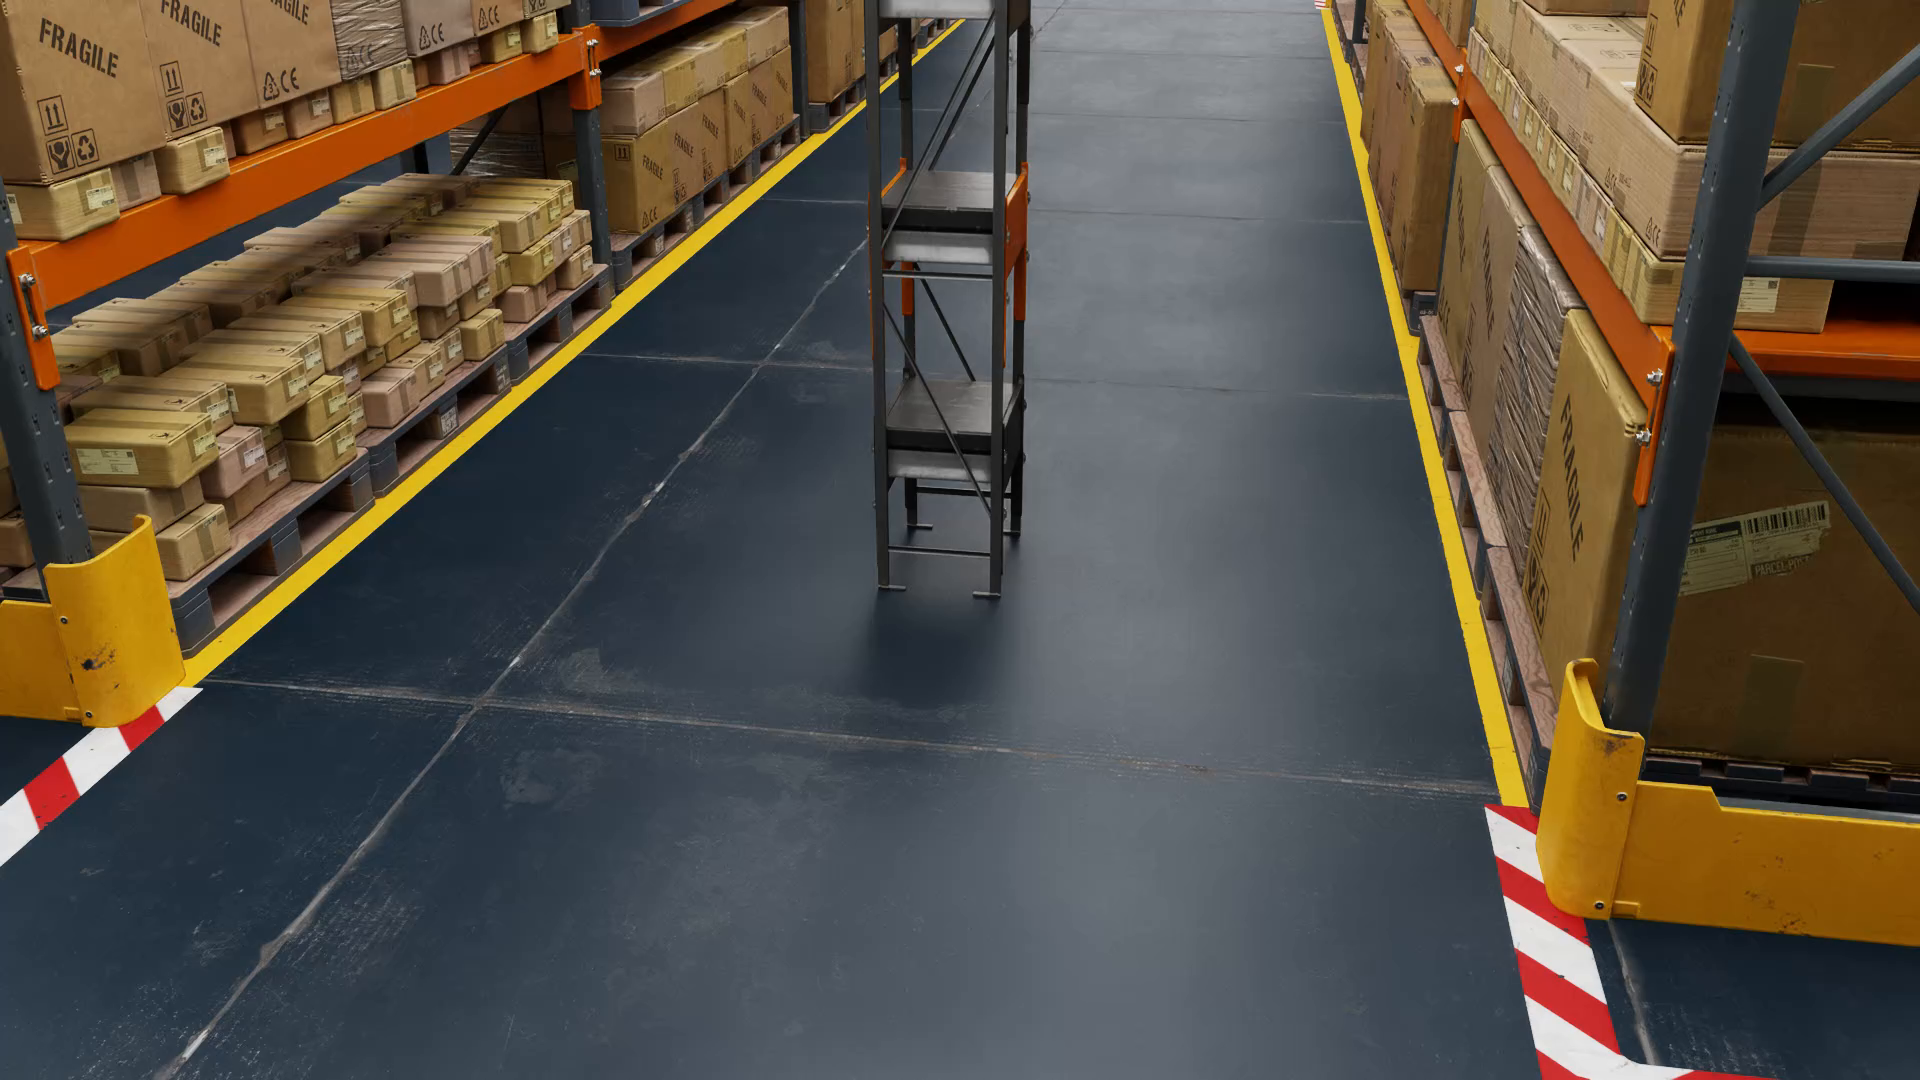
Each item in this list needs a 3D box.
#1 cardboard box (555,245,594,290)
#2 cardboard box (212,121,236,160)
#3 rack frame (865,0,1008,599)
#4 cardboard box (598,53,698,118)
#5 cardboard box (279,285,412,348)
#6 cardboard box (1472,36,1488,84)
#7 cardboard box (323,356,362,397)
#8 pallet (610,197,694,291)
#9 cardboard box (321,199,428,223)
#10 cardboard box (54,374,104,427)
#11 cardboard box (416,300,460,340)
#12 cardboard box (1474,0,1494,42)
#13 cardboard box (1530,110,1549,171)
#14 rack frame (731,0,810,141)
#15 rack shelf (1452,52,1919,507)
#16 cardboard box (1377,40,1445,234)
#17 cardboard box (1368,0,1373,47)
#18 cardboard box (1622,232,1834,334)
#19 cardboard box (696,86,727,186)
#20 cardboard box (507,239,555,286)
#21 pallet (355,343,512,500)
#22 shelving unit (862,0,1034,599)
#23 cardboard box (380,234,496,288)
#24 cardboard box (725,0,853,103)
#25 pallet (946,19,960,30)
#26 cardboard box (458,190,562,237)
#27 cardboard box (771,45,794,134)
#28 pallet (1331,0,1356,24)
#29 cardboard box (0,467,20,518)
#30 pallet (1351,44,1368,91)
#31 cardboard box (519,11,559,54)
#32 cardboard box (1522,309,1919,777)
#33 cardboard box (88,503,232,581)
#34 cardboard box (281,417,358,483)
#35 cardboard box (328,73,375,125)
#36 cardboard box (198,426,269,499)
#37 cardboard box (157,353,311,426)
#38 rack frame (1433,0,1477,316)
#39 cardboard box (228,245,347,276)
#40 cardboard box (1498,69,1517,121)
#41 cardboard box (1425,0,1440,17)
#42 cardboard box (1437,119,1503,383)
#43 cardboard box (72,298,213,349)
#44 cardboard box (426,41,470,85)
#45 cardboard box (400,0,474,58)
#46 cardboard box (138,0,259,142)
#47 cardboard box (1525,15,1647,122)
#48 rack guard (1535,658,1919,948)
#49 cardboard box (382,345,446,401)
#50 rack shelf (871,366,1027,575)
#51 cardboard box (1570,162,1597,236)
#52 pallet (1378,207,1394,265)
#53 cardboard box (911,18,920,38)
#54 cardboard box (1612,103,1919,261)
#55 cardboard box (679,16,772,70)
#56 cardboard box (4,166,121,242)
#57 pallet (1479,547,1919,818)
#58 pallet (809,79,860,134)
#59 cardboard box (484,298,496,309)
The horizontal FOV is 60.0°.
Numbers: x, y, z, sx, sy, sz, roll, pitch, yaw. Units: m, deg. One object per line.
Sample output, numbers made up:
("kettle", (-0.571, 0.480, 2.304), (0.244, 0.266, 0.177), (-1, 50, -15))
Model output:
("cardboard box", (-1.958, -1.295, 7.846), (0.380, 0.149, 0.250), (4, 25, 9))
("cardboard box", (-2.503, -1.246, 5.170), (0.380, 0.149, 0.250), (5, 26, 11))
("rack frame", (-0.067, -0.780, 4.939), (0.400, 2.100, 0.015), (4, 25, 9))
("cardboard box", (-1.764, -2.495, 9.111), (0.500, 0.250, 0.500), (5, 25, 10))
("cardboard box", (-2.268, -0.827, 6.144), (0.380, 0.149, 0.250), (4, 25, 9))
("cardboard box", (2.227, -1.874, 6.511), (0.380, 0.149, 0.250), (3, 25, 7))
("cardboard box", (-2.393, -0.582, 5.973), (0.380, 0.149, 0.250), (3, 25, 6))
("pallet", (-2.104, -1.647, 9.019), (1.003, 0.211, 1.213), (4, 25, 9))
("cardboard box", (-2.587, -1.402, 7.373), (0.380, 0.149, 0.250), (4, 25, 8))
("cardboard box", (-2.950, -0.419, 5.274), (0.380, 0.149, 0.250), (5, 25, 10))
("cardboard box", (-2.250, -0.920, 6.693), (0.380, 0.149, 0.250), (3, 25, 6))
("cardboard box", (2.311, -2.086, 6.495), (0.500, 0.250, 0.500), (4, 25, 8))
("cardboard box", (1.976, -1.222, 5.119), (0.380, 0.149, 0.250), (5, 25, 10))
("rack frame", (-1.576, -4.257, 11.306), (1.000, 3.000, 0.127), (4, 25, 9))
("rack shelf", (2.320, -1.036, 5.273), (1.077, 0.370, 4.000), (4, 25, 9))
("cardboard box", (2.877, -2.069, 8.642), (1.225, 0.875, 0.875), (3, 25, 7))
("cardboard box", (3.832, -4.356, 13.947), (0.700, 0.500, 0.500), (2, 25, 4))
("cardboard box", (1.726, -0.583, 3.753), (0.380, 0.149, 0.250), (5, 25, 10))
("cardboard box", (-1.691, -2.374, 9.737), (0.500, 0.500, 0.500), (4, 25, 9))
("cardboard box", (-2.026, -1.236, 7.370), (0.380, 0.149, 0.250), (3, 25, 7))
("pallet", (-2.502, -0.526, 6.624), (1.003, 0.211, 1.213), (4, 25, 9))
("shelving unit", (-0.027, -0.882, 5.157), (0.431, 2.100, 0.503), (4, 25, 9))
("cardboard box", (-2.140, -1.148, 6.831), (0.380, 0.149, 0.250), (3, 25, 6))
("cardboard box", (-1.388, -3.677, 12.225), (1.050, 0.750, 0.750), (4, 25, 8))
("pallet", (-0.524, -5.491, 17.232), (1.003, 0.211, 1.213), (4, 25, 9))
("cardboard box", (-2.034, -1.476, 7.530), (0.380, 0.149, 0.250), (4, 25, 9))
("cardboard box", (-1.426, -3.021, 11.120), (0.500, 0.500, 0.500), (4, 25, 8))
("pallet", (4.428, -5.585, 17.432), (1.003, 0.211, 1.213), (4, 25, 9))
("cardboard box", (-3.079, -0.185, 5.124), (0.380, 0.149, 0.250), (3, 25, 7))
("pallet", (3.828, -3.955, 13.951), (1.003, 0.211, 1.213), (4, 25, 9))
("cardboard box", (-1.981, -2.219, 7.249), (0.380, 0.149, 0.250), (3, 25, 7))
("cardboard box", (2.019, -0.026, 4.278), (0.875, 0.875, 0.875), (4, 25, 9))
("cardboard box", (-2.482, -0.007, 5.094), (0.380, 0.149, 0.250), (5, 25, 10))
("cardboard box", (-2.337, -0.326, 5.775), (0.380, 0.149, 0.250), (4, 25, 9))
("cardboard box", (-2.303, -1.566, 5.853), (0.380, 0.149, 0.250), (5, 26, 10))
("cardboard box", (-2.445, -0.257, 5.277), (0.380, 0.149, 0.250), (4, 25, 8))
("cardboard box", (-2.369, -0.495, 5.435), (0.380, 0.149, 0.250), (4, 25, 8))
("rack frame", (2.647, -2.198, 6.907), (1.000, 3.000, 0.127), (4, 25, 9))
("cardboard box", (-2.692, -1.071, 6.666), (0.380, 0.149, 0.250), (3, 25, 6))
("cardboard box", (2.102, -1.546, 5.812), (0.380, 0.149, 0.250), (4, 25, 8))
("cardboard box", (2.620, -2.883, 8.253), (0.500, 0.500, 0.500), (4, 25, 8))
("cardboard box", (2.460, -1.155, 6.691), (0.875, 0.875, 0.875), (4, 25, 9))
("cardboard box", (-2.939, -0.757, 5.994), (0.380, 0.149, 0.250), (5, 26, 10))
("cardboard box", (-2.164, -1.890, 6.545), (0.380, 0.149, 0.250), (3, 25, 6))
("cardboard box", (-2.199, -2.117, 6.266), (0.500, 0.500, 0.500), (4, 25, 8))
("cardboard box", (-2.476, -1.485, 4.916), (0.500, 0.500, 0.500), (4, 25, 9))
("cardboard box", (2.058, -1.456, 5.148), (0.500, 0.250, 0.500), (4, 25, 9))
("rack guard", (1.989, 0.617, 3.842), (1.175, 0.500, 0.348), (4, 25, 9))
("cardboard box", (-2.243, -0.655, 6.478), (0.380, 0.149, 0.250), (4, 25, 9))
("rack shelf", (-0.027, -0.235, 5.460), (0.431, 0.518, 0.480), (4, 25, 9))
("cardboard box", (1.851, -0.902, 4.434), (0.380, 0.149, 0.250), (4, 25, 9))
("pallet", (2.895, -1.775, 9.292), (1.003, 0.211, 1.213), (4, 25, 9))
("cardboard box", (-0.935, -4.835, 14.700), (1.050, 0.750, 0.750), (4, 25, 8))
("cardboard box", (1.810, -0.813, 3.774), (0.500, 0.250, 0.500), (4, 25, 8))
("cardboard box", (-1.501, -3.138, 10.485), (0.500, 0.250, 0.500), (4, 25, 9))
("cardboard box", (-2.508, -0.910, 4.452), (0.380, 0.149, 0.250), (4, 25, 8))
("pallet", (2.046, 0.398, 4.650), (1.003, 0.211, 1.213), (4, 25, 9))
("pallet", (-1.373, -3.318, 12.590), (1.003, 0.211, 1.213), (4, 25, 9))
("cardboard box", (-2.226, -0.976, 7.164), (0.380, 0.149, 0.250), (3, 25, 7))
